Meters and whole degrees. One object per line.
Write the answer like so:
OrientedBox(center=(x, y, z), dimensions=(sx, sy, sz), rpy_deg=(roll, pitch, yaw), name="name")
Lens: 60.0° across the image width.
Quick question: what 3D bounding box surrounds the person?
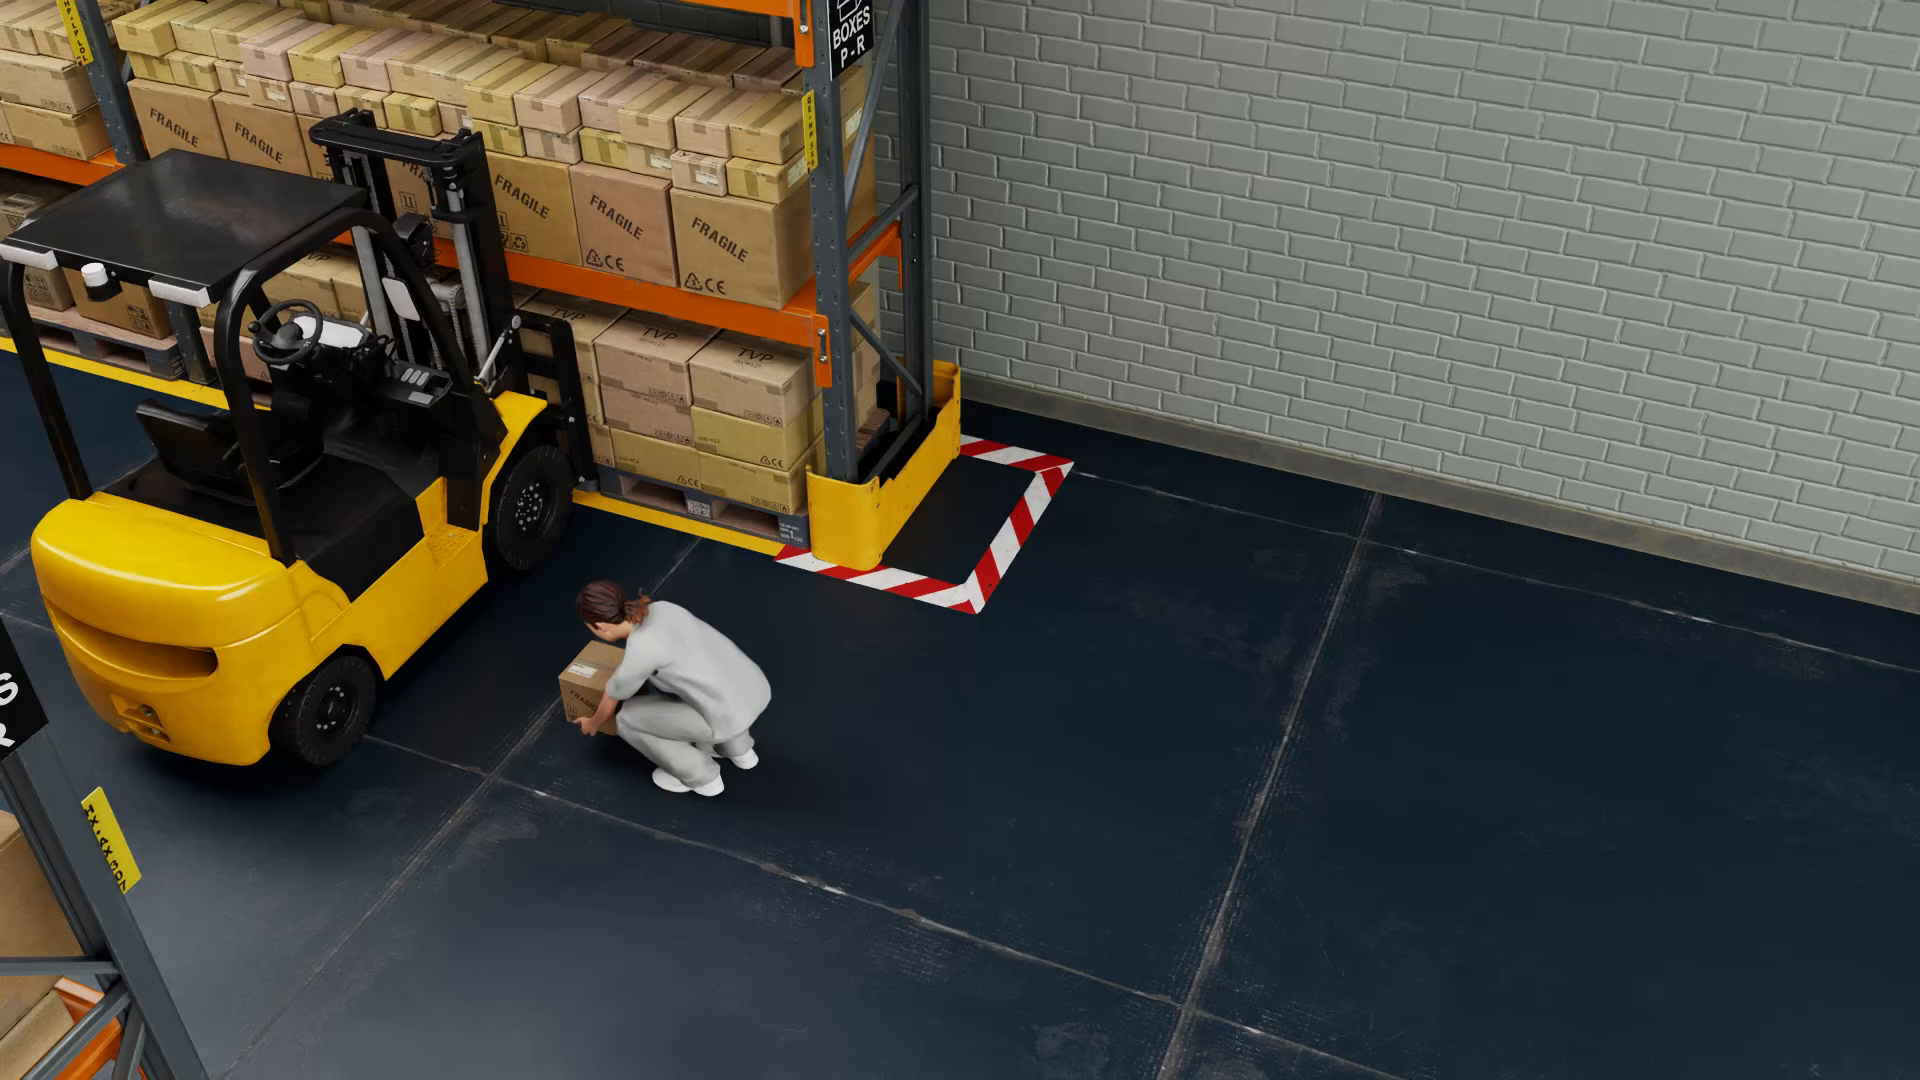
OrientedBox(center=(-1.170, 0.572, 6.680), dimensions=(0.815, 0.950, 0.466), rpy_deg=(13, 40, 17), name="person")
